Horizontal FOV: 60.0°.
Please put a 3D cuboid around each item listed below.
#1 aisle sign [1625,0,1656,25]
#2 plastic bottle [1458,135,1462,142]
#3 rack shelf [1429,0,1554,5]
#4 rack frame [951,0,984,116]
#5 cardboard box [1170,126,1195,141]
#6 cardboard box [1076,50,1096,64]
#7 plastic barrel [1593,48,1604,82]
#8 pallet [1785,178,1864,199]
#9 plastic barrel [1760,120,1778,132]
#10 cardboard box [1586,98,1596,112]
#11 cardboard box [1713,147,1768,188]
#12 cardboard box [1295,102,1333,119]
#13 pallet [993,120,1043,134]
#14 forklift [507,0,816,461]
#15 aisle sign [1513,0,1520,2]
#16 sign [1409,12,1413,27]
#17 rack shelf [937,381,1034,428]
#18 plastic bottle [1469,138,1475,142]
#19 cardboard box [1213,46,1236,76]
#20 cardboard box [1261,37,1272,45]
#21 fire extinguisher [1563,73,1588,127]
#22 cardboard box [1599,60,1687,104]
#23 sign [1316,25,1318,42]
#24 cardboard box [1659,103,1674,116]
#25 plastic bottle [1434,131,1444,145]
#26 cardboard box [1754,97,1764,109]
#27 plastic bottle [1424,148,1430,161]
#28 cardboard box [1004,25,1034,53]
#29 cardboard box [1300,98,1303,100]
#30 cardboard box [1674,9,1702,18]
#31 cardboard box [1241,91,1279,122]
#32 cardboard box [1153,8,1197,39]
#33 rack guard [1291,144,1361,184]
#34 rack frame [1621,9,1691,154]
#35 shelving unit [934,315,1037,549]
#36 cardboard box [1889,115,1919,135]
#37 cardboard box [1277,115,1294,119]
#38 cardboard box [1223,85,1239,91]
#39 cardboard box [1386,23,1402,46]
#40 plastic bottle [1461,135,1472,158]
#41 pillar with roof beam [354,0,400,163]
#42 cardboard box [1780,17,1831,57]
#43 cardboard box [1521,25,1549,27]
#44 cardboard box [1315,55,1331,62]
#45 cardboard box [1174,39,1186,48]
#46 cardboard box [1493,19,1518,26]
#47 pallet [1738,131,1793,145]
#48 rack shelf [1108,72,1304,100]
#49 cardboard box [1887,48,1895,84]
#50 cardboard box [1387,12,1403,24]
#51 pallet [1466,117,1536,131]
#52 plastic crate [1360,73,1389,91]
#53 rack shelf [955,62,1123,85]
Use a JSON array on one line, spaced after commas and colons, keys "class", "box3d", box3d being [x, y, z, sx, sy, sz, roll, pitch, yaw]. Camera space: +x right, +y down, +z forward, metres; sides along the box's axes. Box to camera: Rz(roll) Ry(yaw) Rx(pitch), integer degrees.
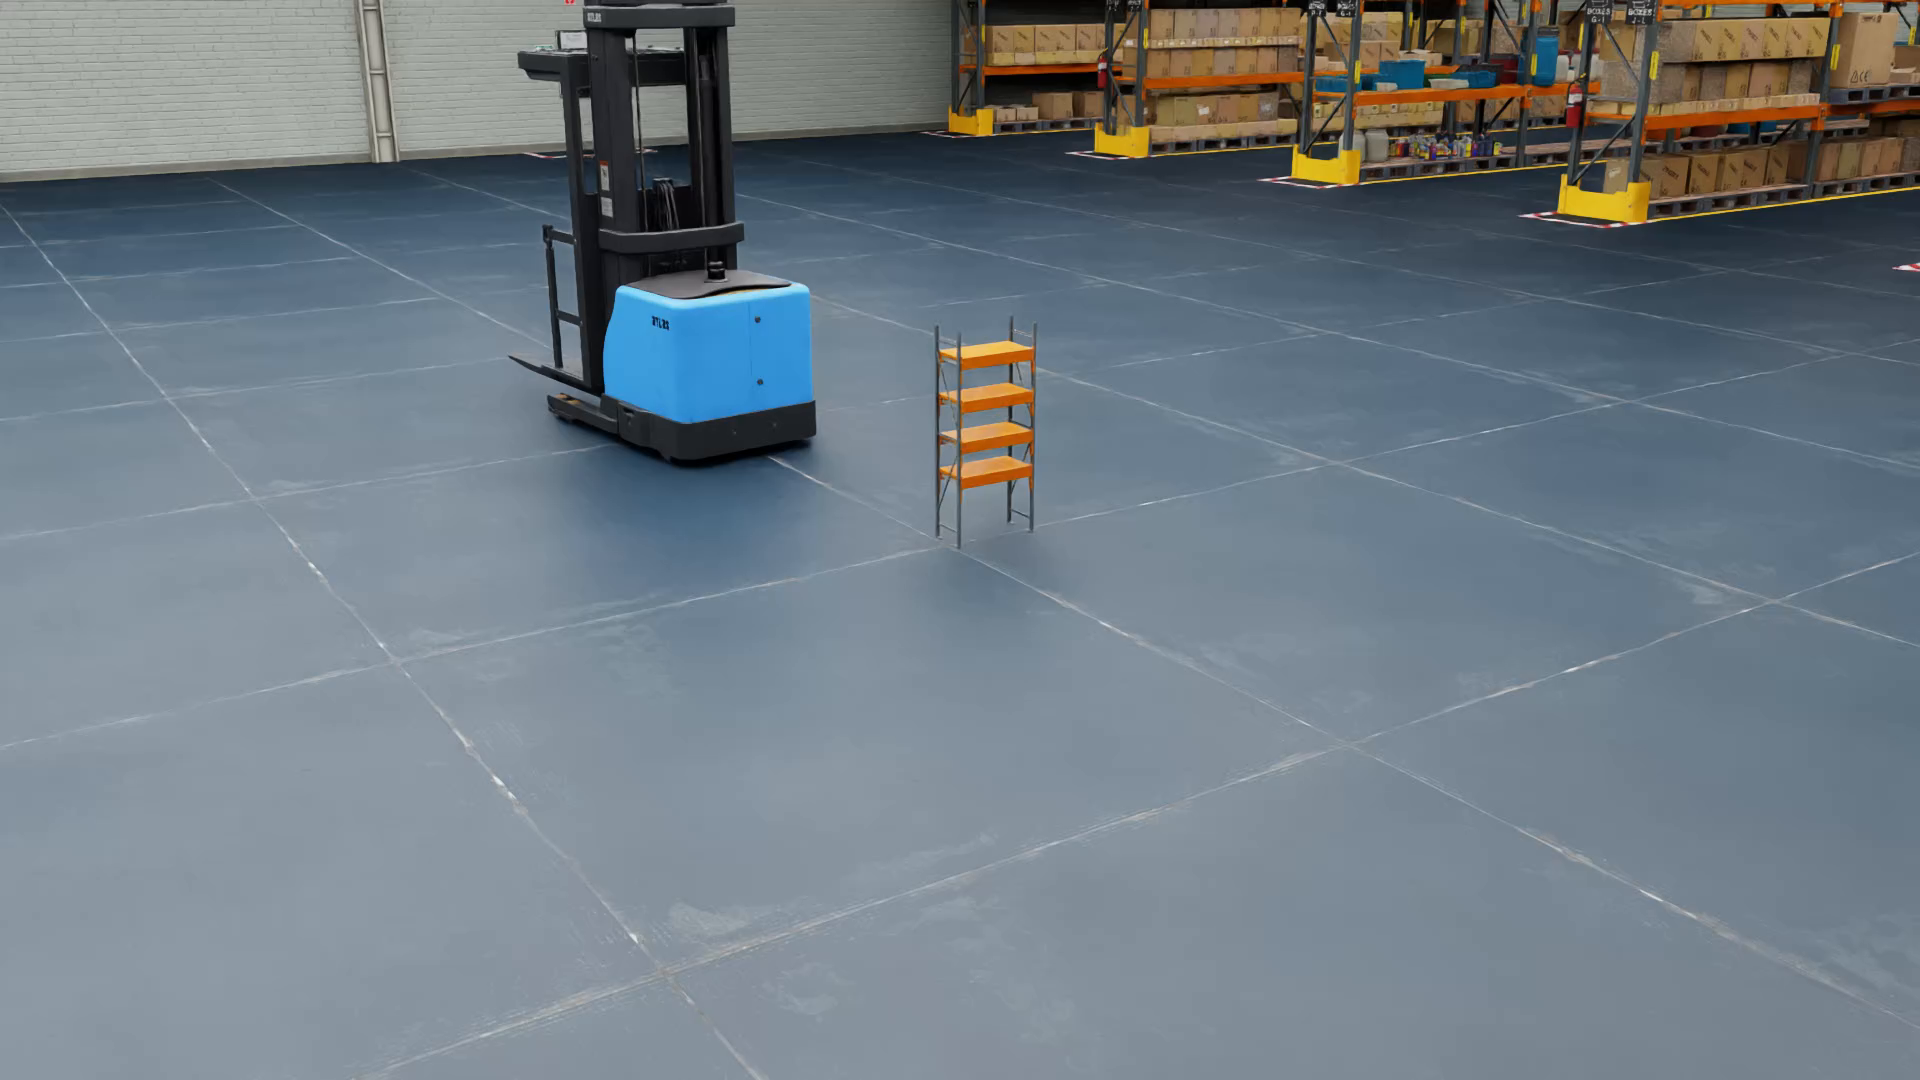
[{"class": "aisle sign", "box3d": [8.437, -6.777, 20.548, 0.004, 0.787, 0.394, -12, 22, -31]}, {"class": "plastic bottle", "box3d": [8.237, -6.556, 27.508, 0.133, 0.283, 0.061, -12, 22, -31]}, {"class": "rack shelf", "box3d": [11.230, -11.128, 33.918, 4.000, 0.370, 1.077, -12, 22, -31]}, {"class": "rack frame", "box3d": [0.151, -9.611, 32.991, 0.127, 3.000, 1.000, -12, 22, -31]}, {"class": "cardboard box", "box3d": [3.864, -7.307, 29.813, 0.500, 0.250, 0.500, -12, 22, -31]}, {"class": "cardboard box", "box3d": [2.430, -9.911, 34.082, 0.500, 0.250, 0.500, -12, 22, -32]}, {"class": "plastic barrel", "box3d": [10.834, -8.046, 28.147, 0.433, 0.535, 0.433, 0, 19, 0]}, {"class": "pallet", "box3d": [12.314, -5.158, 24.171, 1.213, 0.211, 1.003, -12, 22, -31]}, {"class": "plastic barrel", "box3d": [15.158, -8.189, 31.403, 0.708, 0.901, 0.600, -12, 22, -31]}, {"class": "cardboard box", "box3d": [13.370, -9.351, 35.733, 0.500, 0.311, 0.500, -12, 22, -31]}, {"class": "cardboard box", "box3d": [10.834, -5.193, 23.170, 0.500, 0.500, 0.500, -5, 19, -14]}, {"class": "cardboard box", "box3d": [6.701, -8.160, 31.459, 0.500, 0.311, 0.500, -12, 22, -31]}, {"class": "pallet", "box3d": [0.912, -8.437, 33.872, 1.213, 0.211, 1.003, -12, 22, -31]}, {"class": "forklift", "box3d": [-2.274, -2.295, 11.457, 1.130, 2.935, 3.031, -14, 23, -36]}, {"class": "aisle sign", "box3d": [13.739, -13.593, 40.711, 0.004, 0.787, 0.394, -12, 22, -31]}, {"class": "sign", "box3d": [10.479, -12.092, 38.646, 0.005, 0.325, 0.100, -12, 22, -31]}, {"class": "rack shelf", "box3d": [0.138, -0.746, 9.089, 0.480, 0.148, 0.258, -12, 22, -31]}, {"class": "plastic bottle", "box3d": [8.298, -6.395, 27.043, 0.135, 0.276, 0.152, -12, 22, -31]}, {"class": "cardboard box", "box3d": [4.567, -8.686, 30.099, 0.500, 0.500, 0.700, -11, 22, -30]}, {"class": "cardboard box", "box3d": [5.466, -9.105, 30.323, 0.250, 0.149, 0.380, -12, 22, -32]}, {"class": "fire extinguisher", "box3d": [7.974, -5.703, 21.551, 0.183, 0.674, 0.296, -12, 22, -31]}, {"class": "cardboard box", "box3d": [8.798, -5.914, 21.435, 0.500, 0.500, 0.875, -12, 22, -31]}, {"class": "sign", "box3d": [6.525, -9.291, 30.568, 0.005, 0.325, 0.100, -12, 22, -31]}, {"class": "cardboard box", "box3d": [8.912, -5.543, 21.349, 0.250, 0.149, 0.380, -12, 22, -31]}, {"class": "plastic bottle", "box3d": [7.880, -6.555, 27.400, 0.185, 0.351, 0.144, -13, 23, -34]}, {"class": "cardboard box", "box3d": [10.575, -5.899, 22.401, 0.250, 0.149, 0.380, -12, 22, -31]}, {"class": "plastic bottle", "box3d": [7.371, -6.098, 26.282, 0.097, 0.201, 0.097, 0, 19, 0]}, {"class": "cardboard box", "box3d": [1.133, -9.993, 33.152, 0.500, 0.500, 0.500, -12, 22, -31]}, {"class": "cardboard box", "box3d": [6.831, -8.395, 32.154, 0.500, 0.311, 0.500, -11, 22, -30]}, {"class": "cardboard box", "box3d": [16.021, -11.474, 36.784, 0.500, 0.500, 0.500, -12, 22, -32]}, {"class": "cardboard box", "box3d": [5.528, -8.018, 30.745, 0.500, 0.500, 0.500, -12, 22, -31]}, {"class": "cardboard box", "box3d": [3.756, -9.131, 29.388, 0.500, 0.500, 0.700, -13, 22, -33]}, {"class": "rack guard", "box3d": [5.637, -5.803, 25.629, 0.348, 0.500, 1.175, -12, 22, -31]}, {"class": "rack frame", "box3d": [12.281, -8.370, 29.320, 0.127, 3.000, 1.000, -12, 22, -31]}, {"class": "shelving unit", "box3d": [0.138, -0.598, 9.139, 0.503, 1.200, 0.258, -12, 22, -31]}, {"class": "cardboard box", "box3d": [14.462, -6.299, 25.239, 0.500, 0.250, 0.500, -11, 22, -29]}, {"class": "cardboard box", "box3d": [6.406, -8.038, 31.976, 0.500, 0.250, 0.500, -12, 22, -32]}, {"class": "cardboard box", "box3d": [5.765, -9.844, 36.896, 0.500, 0.500, 0.700, -12, 22, -31]}, {"class": "cardboard box", "box3d": [9.926, -11.774, 38.736, 0.500, 0.500, 0.500, -12, 22, -32]}, {"class": "plastic bottle", "box3d": [8.131, -6.338, 26.758, 0.185, 0.351, 0.144, -12, 22, -32]}, {"class": "pillar with roof beam", "box3d": [-7.395, -9.543, 23.421, 0.400, 9.000, 9.100, -12, 22, -31]}, {"class": "cardboard box", "box3d": [11.440, -6.850, 22.642, 0.500, 0.500, 0.500, -12, 22, -31]}, {"class": "cardboard box", "box3d": [11.842, -10.485, 34.764, 0.500, 0.500, 0.700, -8, 20, -23]}, {"class": "cardboard box", "box3d": [6.852, -9.132, 31.782, 0.258, 0.266, 0.396, -13, 22, -33]}, {"class": "cardboard box", "box3d": [3.752, -8.744, 29.256, 0.250, 0.149, 0.380, -12, 22, -31]}, {"class": "cardboard box", "box3d": [13.093, -12.479, 41.005, 0.700, 0.700, 0.980, -11, 21, -29]}, {"class": "pallet", "box3d": [14.954, -7.629, 31.482, 1.213, 0.211, 1.003, -12, 22, -31]}, {"class": "rack shelf", "box3d": [4.549, -8.298, 30.231, 4.000, 0.370, 1.077, -12, 22, -31]}, {"class": "cardboard box", "box3d": [13.061, -6.919, 24.210, 0.637, 0.503, 0.797, -9, 21, -26]}, {"class": "cardboard box", "box3d": [9.923, -12.127, 38.610, 0.500, 0.250, 0.500, -11, 22, -30]}, {"class": "pallet", "box3d": [11.222, -8.710, 34.679, 1.213, 0.211, 1.003, -12, 22, -31]}, {"class": "plastic crate", "box3d": [6.398, -7.172, 26.007, 0.408, 0.251, 0.499, -12, 22, -31]}, {"class": "rack shelf", "box3d": [1.821, -9.623, 34.148, 4.000, 0.370, 1.077, -12, 22, -31]}]
